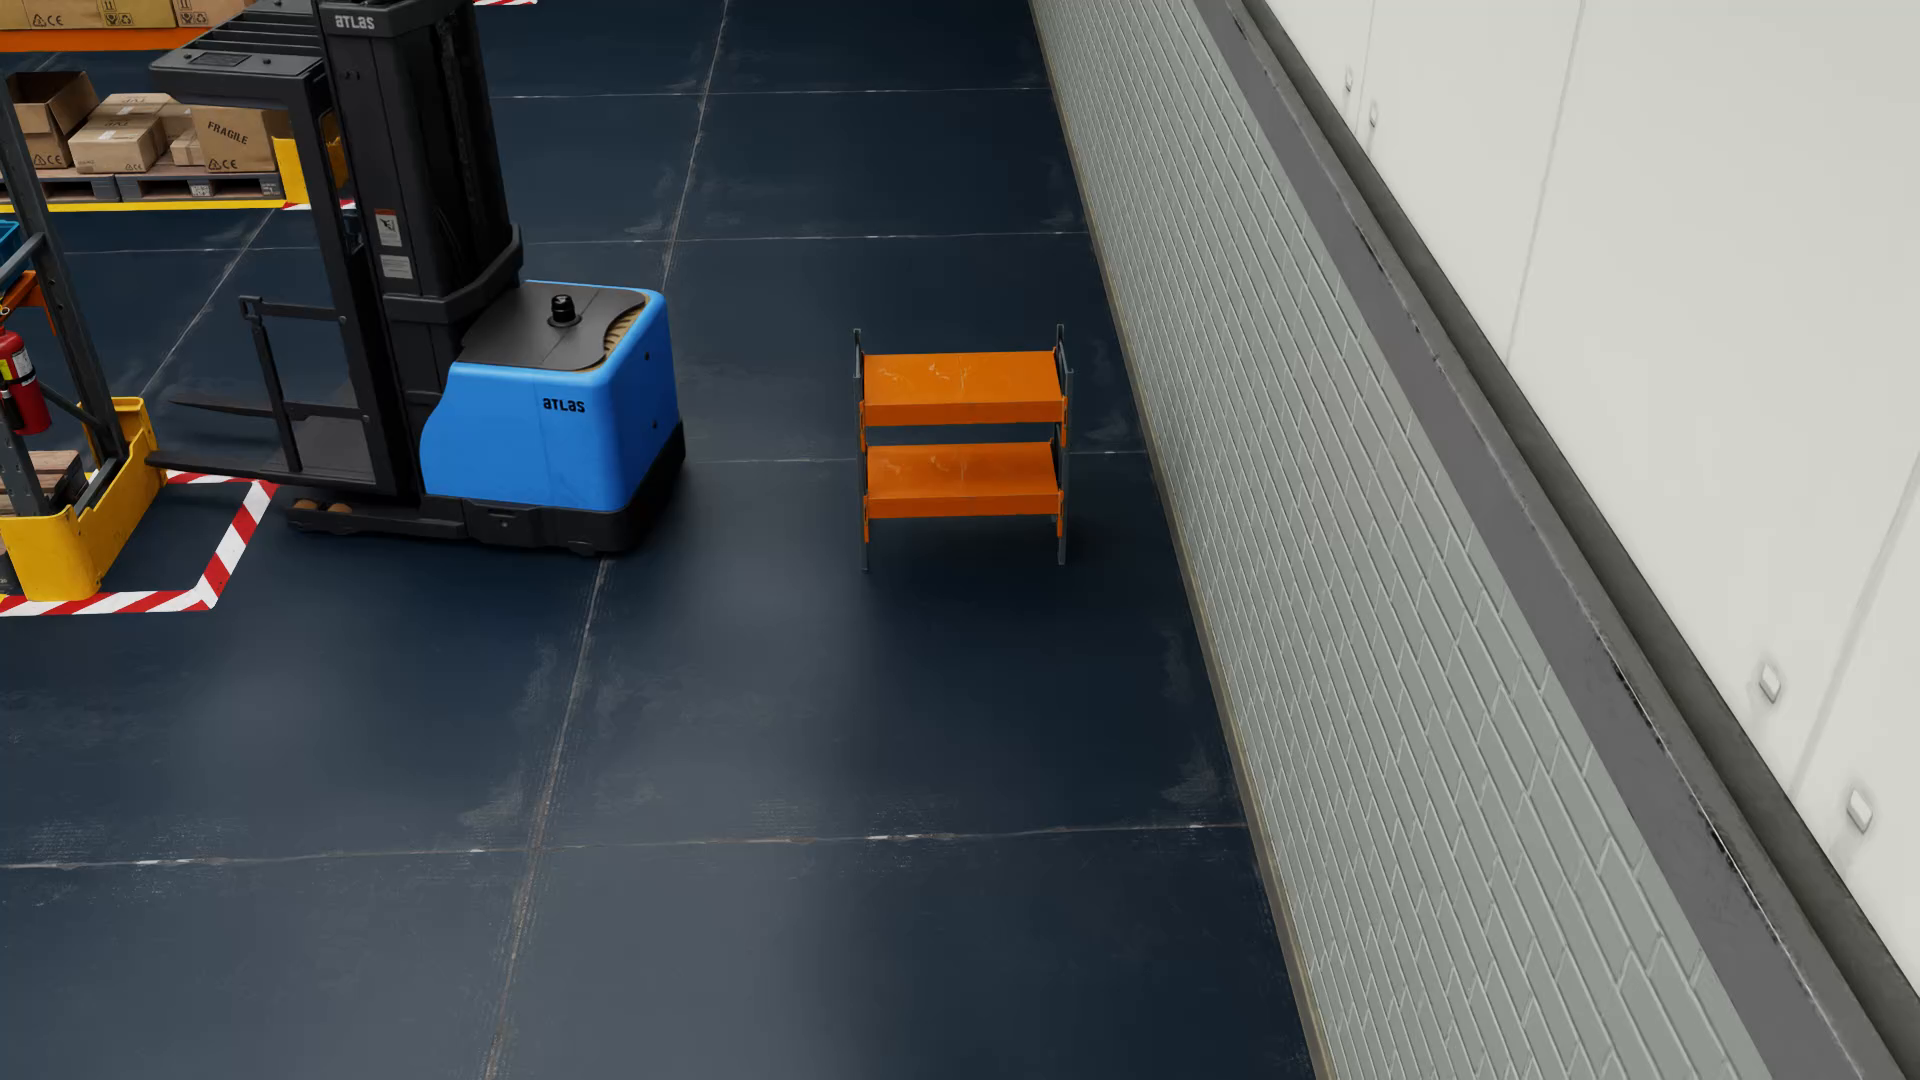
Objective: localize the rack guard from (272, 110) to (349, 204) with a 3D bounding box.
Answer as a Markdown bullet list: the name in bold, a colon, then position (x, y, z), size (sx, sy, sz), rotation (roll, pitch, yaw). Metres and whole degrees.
- **rack guard**: position (-4.870, -3.037, 12.700), size (0.348, 0.500, 1.175), rotation (-2, 35, -2)

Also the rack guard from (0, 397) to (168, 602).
- **rack guard**: position (-4.540, -0.232, 8.646), size (0.348, 0.500, 1.175), rotation (-2, 35, -2)

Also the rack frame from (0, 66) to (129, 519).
- **rack frame**: position (-4.563, -1.252, 7.923), size (0.127, 3.000, 1.000), rotation (-2, 35, -2)

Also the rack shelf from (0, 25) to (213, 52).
- **rack shelf**: position (-6.792, -3.718, 12.118), size (4.000, 0.370, 1.077), rotation (-2, 35, -2)

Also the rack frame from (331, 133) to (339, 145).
- **rack frame**: position (-4.794, -4.067, 11.991), size (0.127, 3.000, 1.000), rotation (-2, 35, -2)

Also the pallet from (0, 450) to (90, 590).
- **pallet**: position (-5.389, -0.105, 8.716), size (1.213, 0.211, 1.003), rotation (-2, 35, -2)

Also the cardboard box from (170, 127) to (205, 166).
- **cardboard box**: position (-5.734, -2.969, 12.507), size (0.250, 0.166, 0.380), rotation (-2, 35, -2)

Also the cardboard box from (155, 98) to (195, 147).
- **cardboard box**: position (-5.850, -3.251, 12.841), size (0.500, 0.250, 0.500), rotation (-2, 35, -2)

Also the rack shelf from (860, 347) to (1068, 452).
- **rack shelf**: position (0.007, -0.703, 8.264), size (1.000, 0.278, 0.538), rotation (-2, 35, -2)

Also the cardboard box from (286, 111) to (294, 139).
- **cardboard box**: position (-5.228, -3.260, 12.943), size (0.250, 0.149, 0.380), rotation (-2, 35, -2)

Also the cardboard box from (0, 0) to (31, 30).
- **cardboard box**: position (-6.748, -3.902, 11.664), size (0.500, 0.500, 0.500), rotation (-2, 35, -3)

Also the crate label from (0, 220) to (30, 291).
- **crate label**: position (-4.825, -1.388, 8.214), size (0.303, 0.233, 0.416), rotation (-2, 35, -2)

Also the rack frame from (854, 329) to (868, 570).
- **rack frame**: position (-0.501, -0.449, 8.410), size (0.032, 1.125, 0.500), rotation (-2, 35, -2)

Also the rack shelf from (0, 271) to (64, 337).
- **rack shelf**: position (-6.561, -0.902, 8.049), size (4.000, 0.370, 1.077), rotation (-2, 35, -2)

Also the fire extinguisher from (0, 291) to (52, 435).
- **fire extinguisher**: position (-4.391, -0.812, 7.683), size (0.183, 0.674, 0.296), rotation (-2, 35, -2)

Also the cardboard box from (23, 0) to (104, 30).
- **cardboard box**: position (-6.245, -3.915, 11.684), size (0.500, 0.500, 0.500), rotation (-1, 35, -2)

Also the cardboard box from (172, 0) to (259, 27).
- **cardboard box**: position (-5.228, -3.942, 11.722), size (0.500, 0.500, 0.500), rotation (-1, 35, -1)

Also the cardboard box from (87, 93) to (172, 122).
- **cardboard box**: position (-6.349, -3.237, 12.821), size (0.500, 0.250, 0.500), rotation (-2, 35, -2)

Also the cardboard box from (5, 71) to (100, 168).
- **cardboard box**: position (-6.913, -3.167, 12.498), size (0.637, 0.503, 0.797), rotation (-2, 35, -2)

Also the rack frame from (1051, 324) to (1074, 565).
- **rack frame**: position (0.515, -0.476, 8.450), size (0.032, 1.125, 0.500), rotation (-2, 35, -2)

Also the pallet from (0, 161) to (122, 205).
- **pallet**: position (-6.882, -2.865, 12.705), size (1.213, 0.211, 1.003), rotation (-2, 35, -2)

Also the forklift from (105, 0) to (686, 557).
- **forklift**: position (-3.099, -1.519, 8.369), size (3.031, 2.935, 1.130), rotation (6, 35, 8)

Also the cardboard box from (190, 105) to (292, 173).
- **cardboard box**: position (-5.325, -3.066, 12.354), size (0.500, 0.500, 0.500), rotation (-2, 35, -2)

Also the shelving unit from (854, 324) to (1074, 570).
- **shelving unit**: position (0.007, -0.463, 8.430), size (1.048, 1.125, 0.538), rotation (-2, 35, -2)

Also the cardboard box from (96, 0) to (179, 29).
- **cardboard box**: position (-5.746, -3.926, 11.699), size (0.500, 0.500, 0.500), rotation (-1, 35, -2)

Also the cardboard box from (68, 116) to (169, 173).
- **cardboard box**: position (-6.276, -2.954, 12.413), size (0.500, 0.250, 0.500), rotation (-2, 35, -2)

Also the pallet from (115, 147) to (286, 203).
- **pallet**: position (-5.666, -2.896, 12.750), size (1.213, 0.211, 1.003), rotation (-2, 35, -2)

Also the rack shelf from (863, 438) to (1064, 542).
- **rack shelf**: position (0.007, -0.262, 8.569), size (1.000, 0.278, 0.538), rotation (-2, 35, -2)
